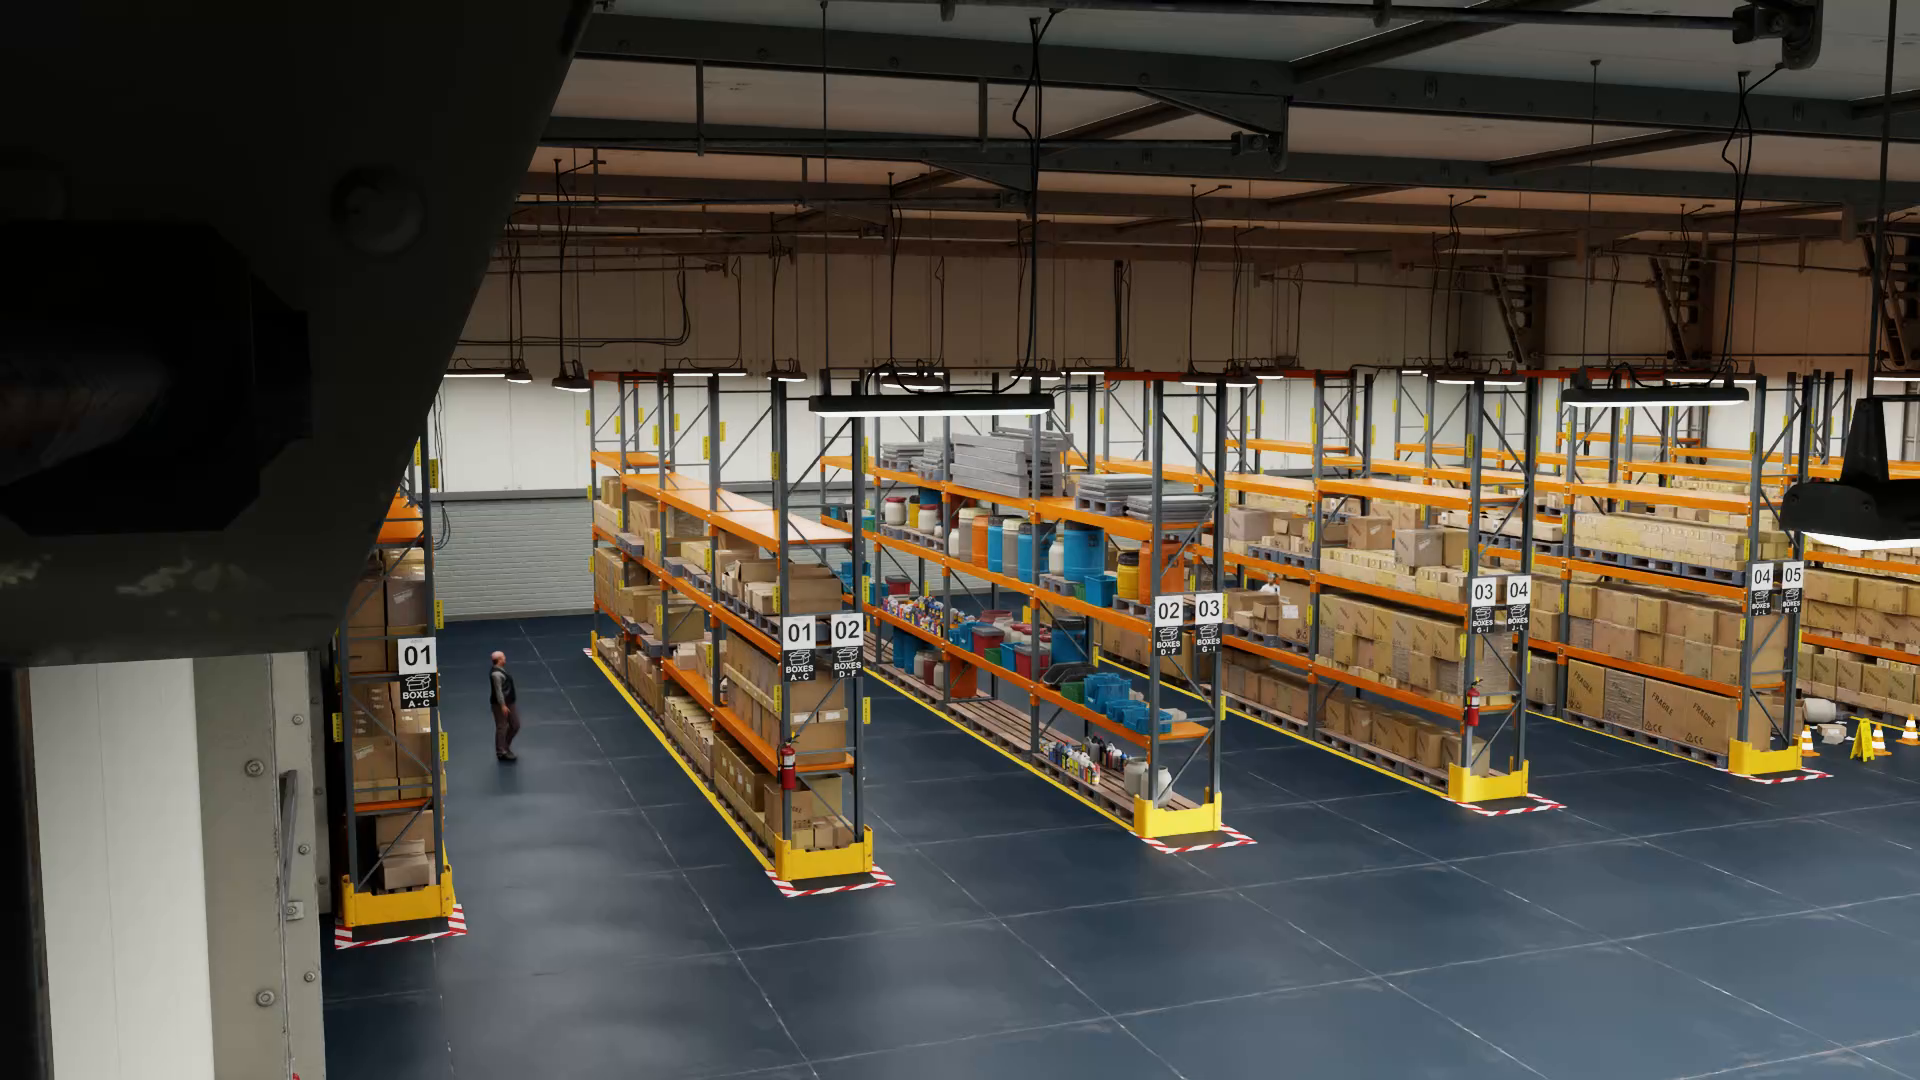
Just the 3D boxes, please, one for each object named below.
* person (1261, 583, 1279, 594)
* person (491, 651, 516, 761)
[{"bbox_3d":[6.710,1.621,36.002,0.573,1.395,0.963,-2,7,-13],"label":"person"},{"bbox_3d":[-7.143,2.591,26.036,0.421,1.734,0.586,1,6,7],"label":"person"}]
